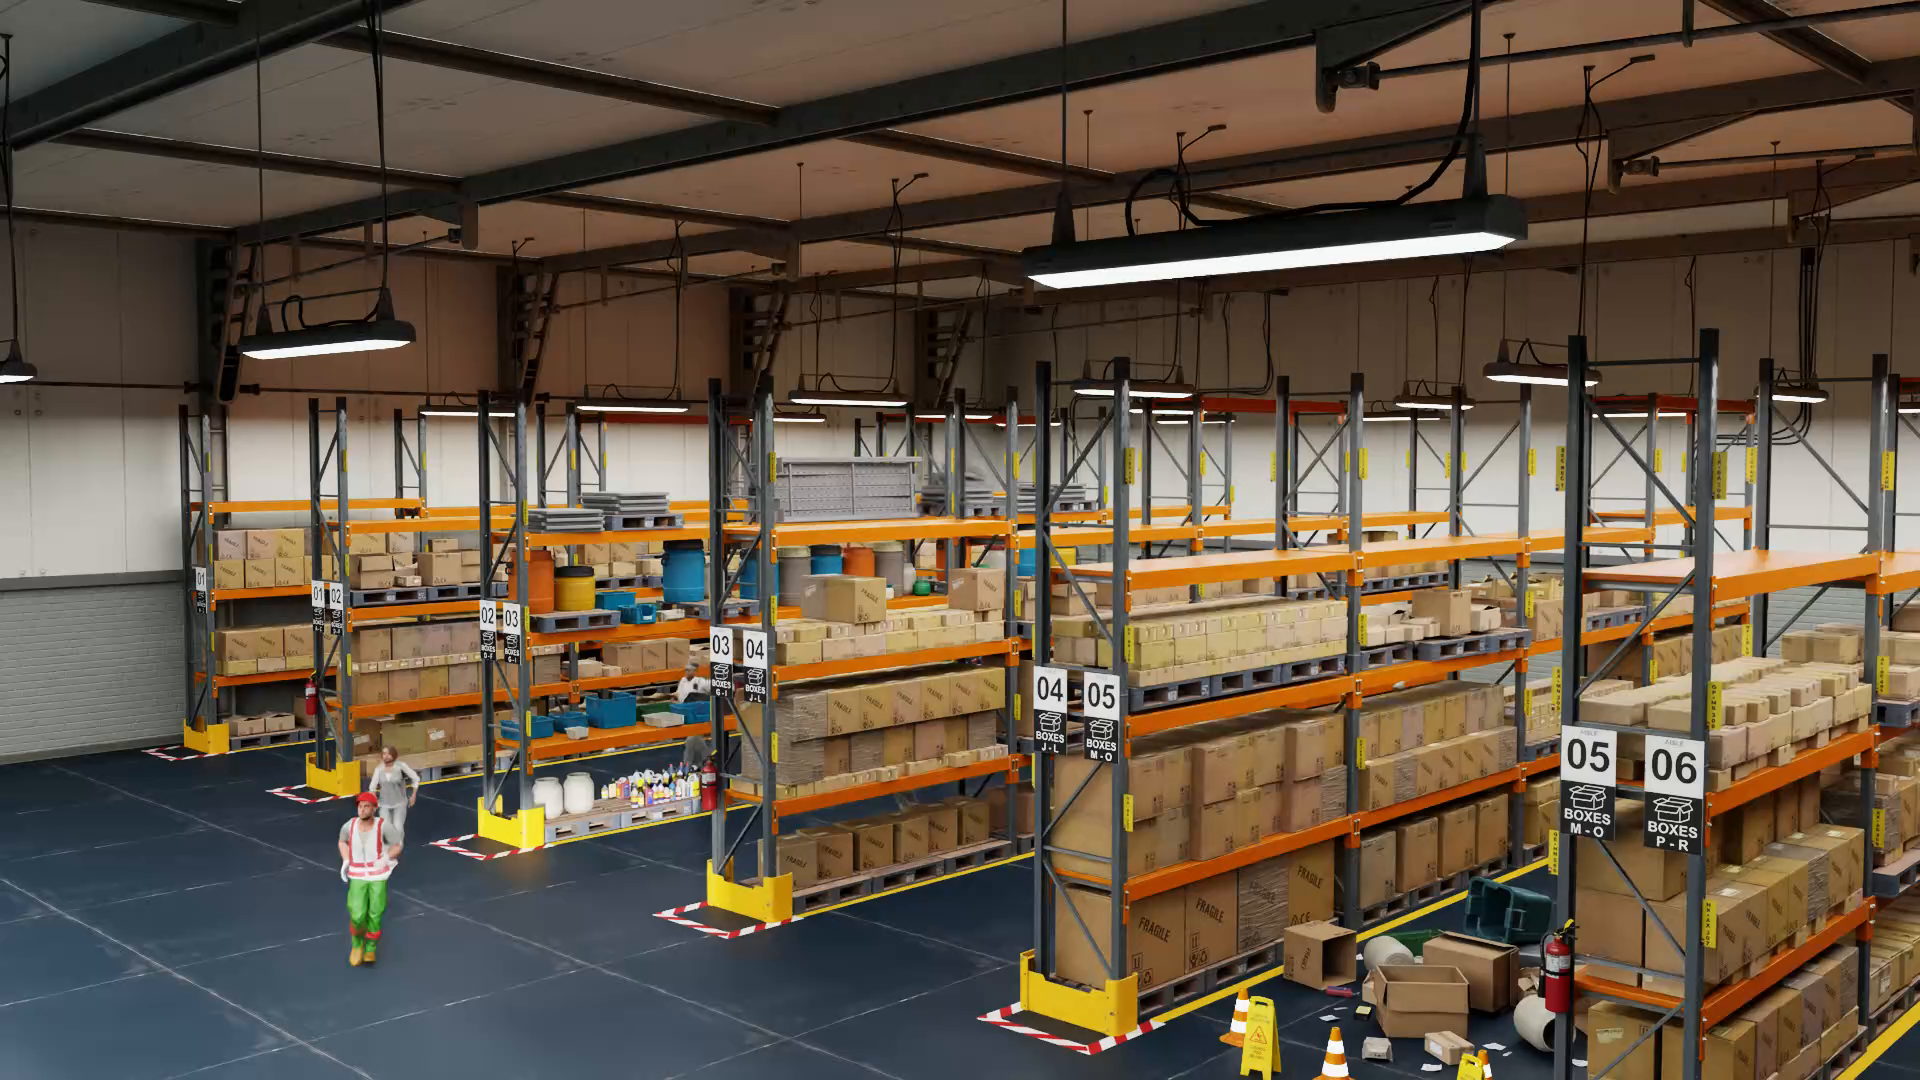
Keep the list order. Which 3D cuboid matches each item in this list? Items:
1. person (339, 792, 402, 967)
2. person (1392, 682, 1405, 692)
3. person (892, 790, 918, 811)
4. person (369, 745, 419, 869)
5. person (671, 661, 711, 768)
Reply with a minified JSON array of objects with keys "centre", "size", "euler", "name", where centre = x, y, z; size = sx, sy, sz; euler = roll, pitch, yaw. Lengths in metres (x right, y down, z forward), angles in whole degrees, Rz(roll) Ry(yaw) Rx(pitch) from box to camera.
[{"centre":[-5.913,3.400,16.627],"size":[0.625,1.763,0.659],"euler":[-1,3,-13],"name":"person"},{"centre":[6.857,2.997,25.835],"size":[0.597,1.634,0.754],"euler":[2,4,36],"name":"person"},{"centre":[-0.883,3.059,23.228],"size":[0.672,1.741,0.571],"euler":[2,4,37],"name":"person"},{"centre":[-7.022,3.352,20.610],"size":[0.578,1.472,0.607],"euler":[0,3,-7],"name":"person"},{"centre":[-4.321,2.850,26.867],"size":[0.650,1.821,0.895],"euler":[2,4,39],"name":"person"}]
